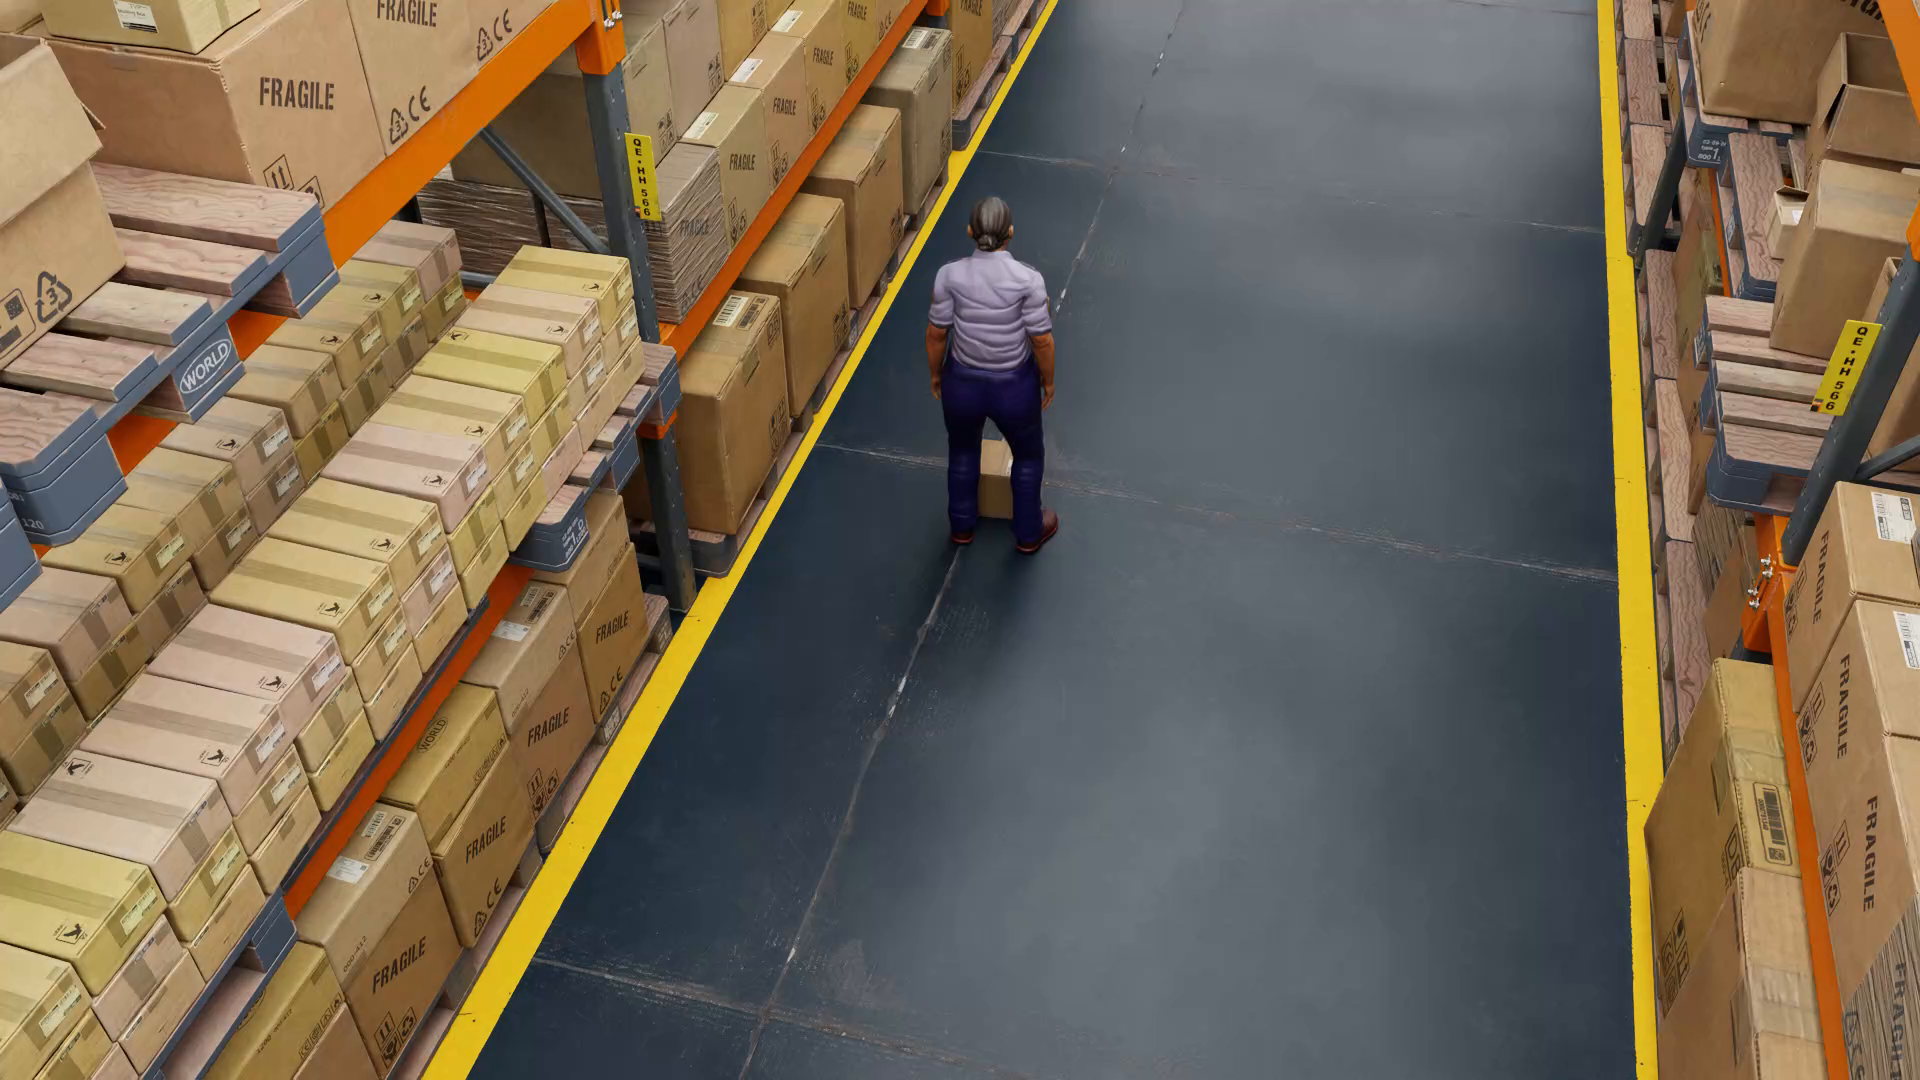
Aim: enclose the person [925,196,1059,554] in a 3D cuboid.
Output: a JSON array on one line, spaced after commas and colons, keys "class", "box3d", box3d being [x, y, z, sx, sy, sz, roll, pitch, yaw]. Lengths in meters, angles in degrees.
[{"class": "person", "box3d": [0.144, -0.647, 6.902, 0.565, 1.651, 0.373, 7, 42, 8]}]
